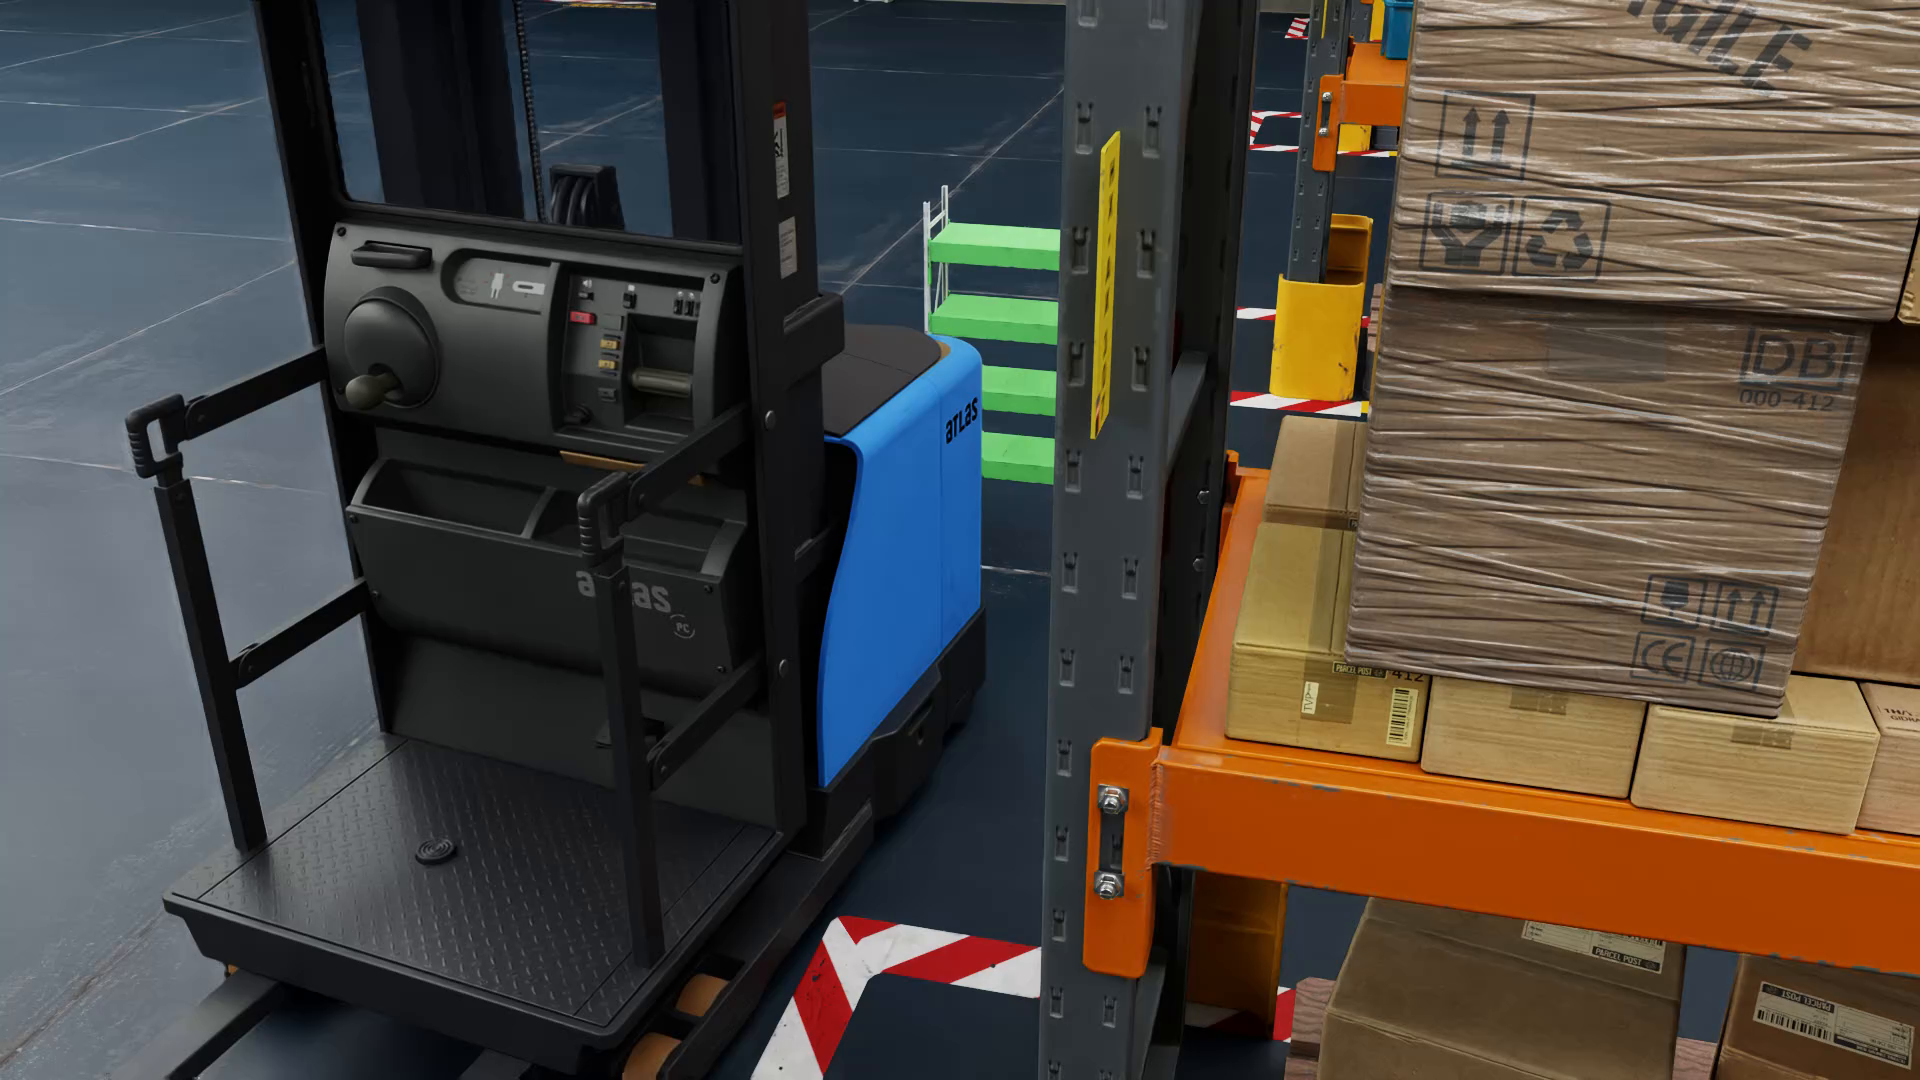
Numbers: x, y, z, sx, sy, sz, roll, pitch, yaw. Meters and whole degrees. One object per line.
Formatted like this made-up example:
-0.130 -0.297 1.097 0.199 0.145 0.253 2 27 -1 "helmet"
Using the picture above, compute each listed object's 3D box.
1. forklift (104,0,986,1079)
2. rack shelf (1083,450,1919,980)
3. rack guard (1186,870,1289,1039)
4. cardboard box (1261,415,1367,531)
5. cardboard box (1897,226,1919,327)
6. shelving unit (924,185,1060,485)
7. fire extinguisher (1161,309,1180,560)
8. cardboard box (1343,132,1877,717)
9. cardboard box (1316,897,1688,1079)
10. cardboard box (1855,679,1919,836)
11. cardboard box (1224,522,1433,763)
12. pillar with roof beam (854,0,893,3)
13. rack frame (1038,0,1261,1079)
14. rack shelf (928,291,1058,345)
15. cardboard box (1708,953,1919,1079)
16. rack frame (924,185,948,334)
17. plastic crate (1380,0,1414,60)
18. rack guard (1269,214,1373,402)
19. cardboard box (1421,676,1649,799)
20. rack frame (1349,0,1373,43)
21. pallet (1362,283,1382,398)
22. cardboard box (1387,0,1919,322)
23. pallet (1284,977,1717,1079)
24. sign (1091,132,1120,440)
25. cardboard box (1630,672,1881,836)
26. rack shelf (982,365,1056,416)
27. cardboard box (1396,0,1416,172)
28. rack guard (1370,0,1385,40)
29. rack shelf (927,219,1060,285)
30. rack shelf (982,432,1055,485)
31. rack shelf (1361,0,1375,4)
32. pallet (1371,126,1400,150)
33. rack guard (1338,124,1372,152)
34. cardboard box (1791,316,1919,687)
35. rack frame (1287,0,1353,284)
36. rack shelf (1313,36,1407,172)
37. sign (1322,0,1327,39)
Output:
-0.956 -0.374 3.127 1.130 2.935 3.031 10 27 20 "forklift"
2.233 0.425 2.205 4.000 0.370 1.077 6 26 13 "rack shelf"
0.370 1.023 3.020 0.348 0.500 1.175 6 26 13 "rack guard"
0.624 -0.056 2.670 0.250 0.149 0.380 6 26 13 "cardboard box"
1.243 -0.516 1.719 0.500 0.500 0.500 6 26 13 "cardboard box"
0.160 -0.524 5.455 0.503 1.200 0.258 6 26 13 "shelving unit"
0.300 -0.283 2.945 0.183 0.674 0.296 6 26 13 "fire extinguisher"
0.822 -0.223 2.267 0.500 0.500 0.875 6 26 13 "cardboard box"
0.897 0.899 2.792 0.500 0.500 0.500 11 28 23 "cardboard box"
1.236 0.215 2.101 0.250 0.149 0.380 6 26 13 "cardboard box"
0.513 0.129 2.281 0.250 0.149 0.380 6 26 13 "cardboard box"
-1.993 -8.144 12.388 0.400 9.000 9.100 6 26 13 "pillar with roof beam"
0.296 -0.114 2.500 0.127 3.000 1.000 6 26 13 "rack frame"
0.160 -0.683 5.379 0.480 0.148 0.258 6 26 13 "rack shelf"
1.484 0.949 2.687 0.500 0.500 0.500 14 29 26 "cardboard box"
-0.076 -0.550 5.510 0.015 1.200 0.240 6 26 13 "rack frame"
2.089 -2.180 7.012 0.616 0.251 0.499 6 26 13 "plastic crate"
1.615 -1.059 7.392 0.348 0.500 1.175 6 26 13 "rack guard"
0.750 0.164 2.208 0.250 0.149 0.380 6 26 13 "cardboard box"
2.767 -4.238 11.161 0.127 3.000 1.000 6 26 13 "rack frame"
2.401 -0.839 7.267 1.213 0.211 1.003 6 26 13 "pallet"
0.761 -0.572 1.837 0.500 0.500 0.500 6 26 13 "cardboard box"
1.148 1.255 2.868 1.213 0.211 1.003 6 26 13 "pallet"
0.161 -0.279 1.839 0.005 0.325 0.100 6 26 13 "sign"
0.989 0.197 2.139 0.250 0.149 0.380 6 26 13 "cardboard box"
0.160 -0.466 5.482 0.480 0.148 0.258 6 26 13 "rack shelf"
0.890 -0.789 2.292 0.500 0.500 0.500 6 26 13 "cardboard box"
4.071 -5.164 16.014 0.348 0.500 1.175 6 26 13 "rack guard"
0.160 -0.900 5.276 0.480 0.148 0.258 6 26 13 "rack shelf"
0.160 -0.250 5.585 0.480 0.148 0.258 6 26 13 "rack shelf"
4.704 -3.699 10.866 4.000 0.370 1.077 6 26 13 "rack shelf"
3.518 -2.914 11.625 1.213 0.211 1.003 6 26 13 "pallet"
2.744 -3.112 11.704 0.348 0.500 1.175 6 26 13 "rack guard"
1.336 -0.219 2.259 0.500 0.500 0.875 6 26 13 "cardboard box"
1.530 -2.176 6.831 0.127 3.000 1.000 6 26 13 "rack frame"
3.467 -1.637 6.536 4.000 0.370 1.077 6 26 13 "rack shelf"
1.389 -2.072 6.291 0.005 0.325 0.100 6 26 13 "sign"
